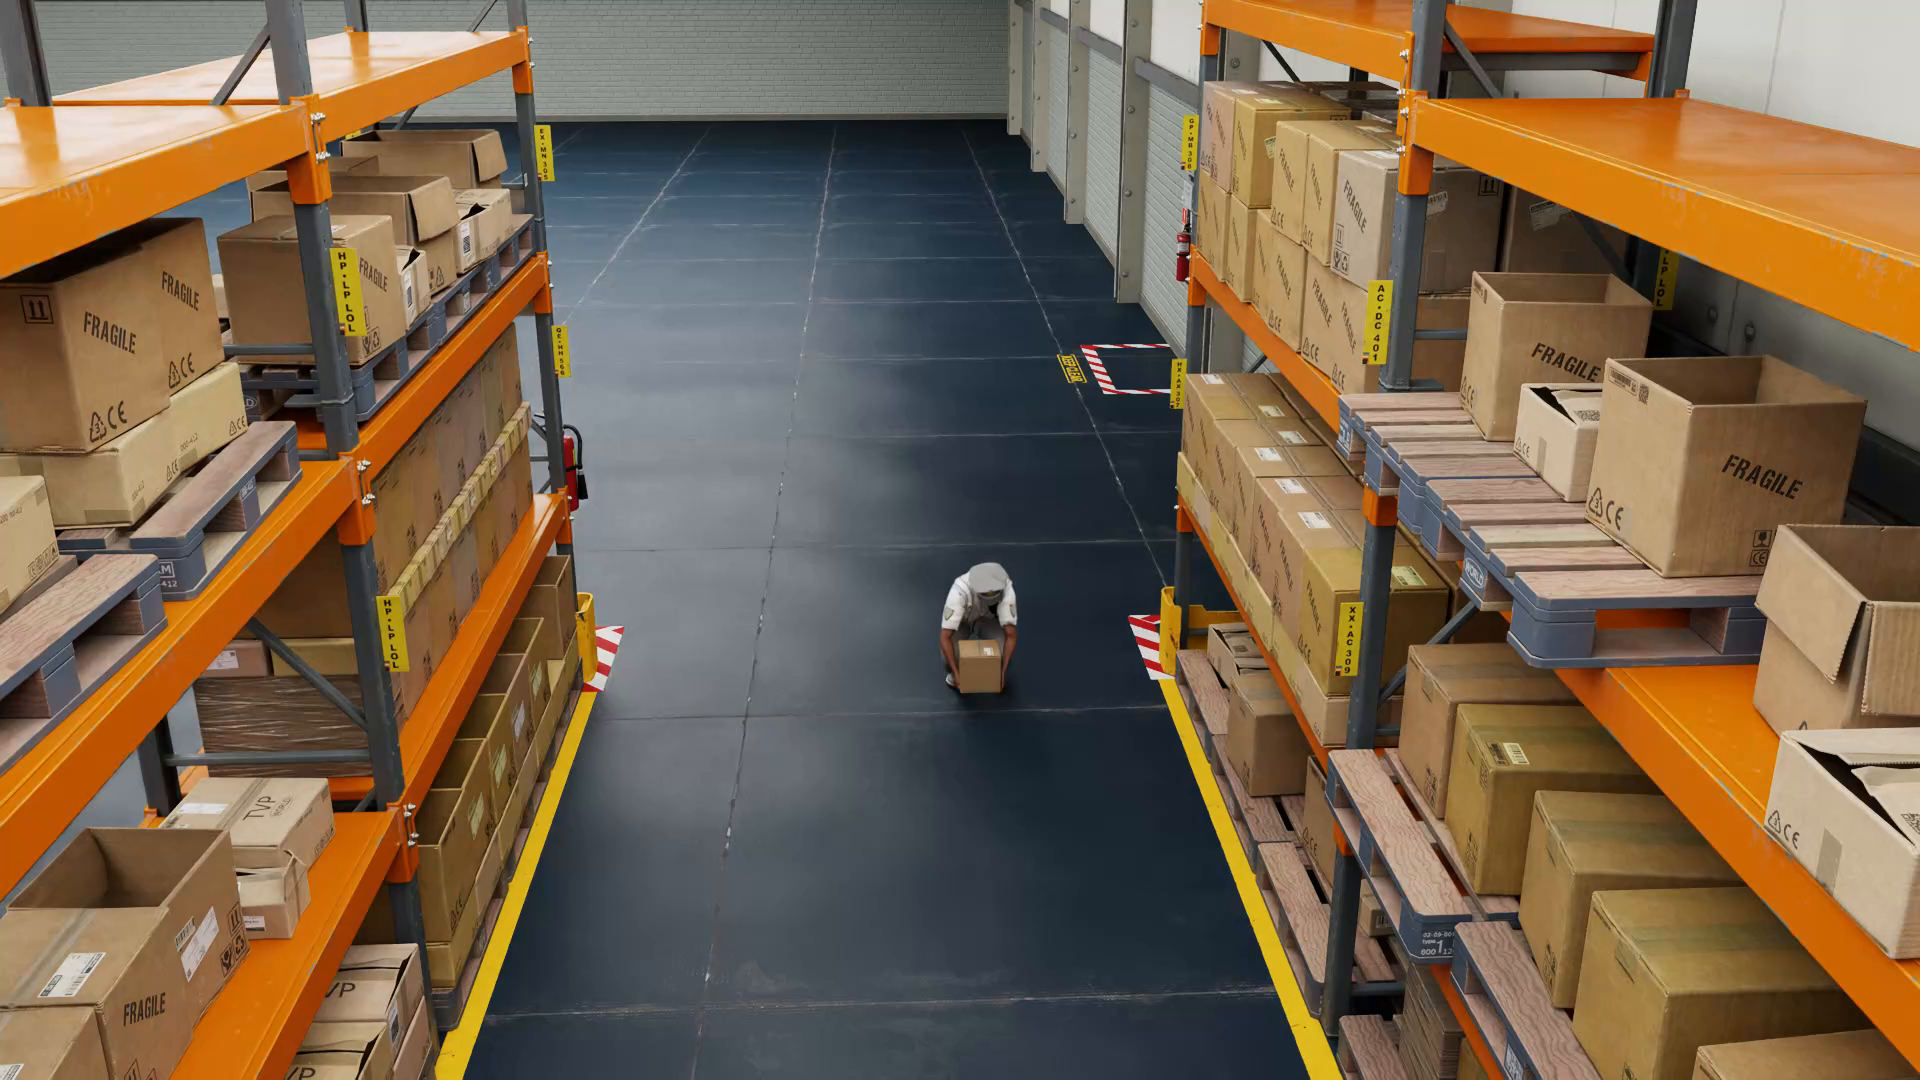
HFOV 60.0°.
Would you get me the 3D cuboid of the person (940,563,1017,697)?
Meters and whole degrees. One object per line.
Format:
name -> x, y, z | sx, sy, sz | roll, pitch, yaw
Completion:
person -> 0.111, 0.537, 10.683 | 0.496, 0.950, 0.853 | -1, 21, -2
